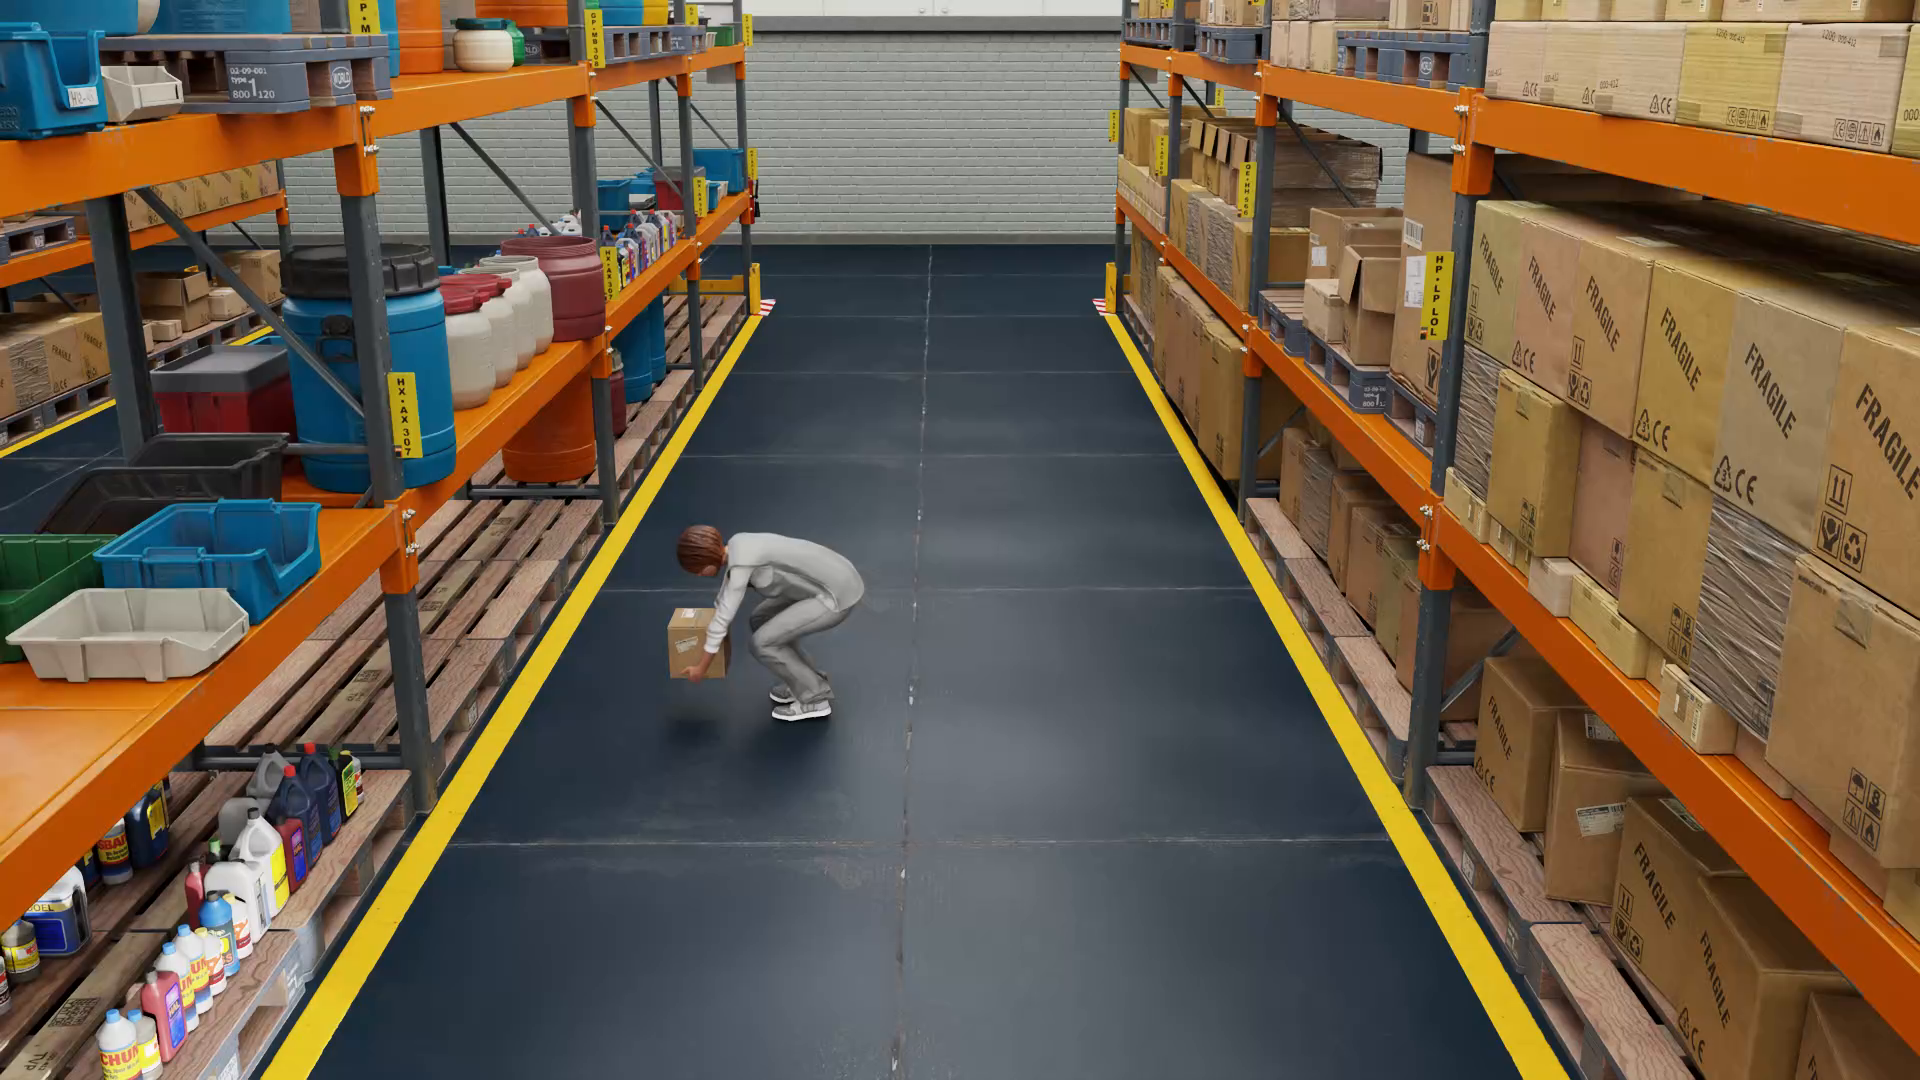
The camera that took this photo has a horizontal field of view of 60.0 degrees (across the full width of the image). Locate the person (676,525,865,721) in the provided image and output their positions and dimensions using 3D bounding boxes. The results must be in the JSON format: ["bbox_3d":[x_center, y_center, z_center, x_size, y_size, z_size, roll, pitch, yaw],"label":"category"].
[{"bbox_3d":[-0.854,0.379,7.597,0.845,0.857,0.425,-1,17,-3],"label":"person"}]
